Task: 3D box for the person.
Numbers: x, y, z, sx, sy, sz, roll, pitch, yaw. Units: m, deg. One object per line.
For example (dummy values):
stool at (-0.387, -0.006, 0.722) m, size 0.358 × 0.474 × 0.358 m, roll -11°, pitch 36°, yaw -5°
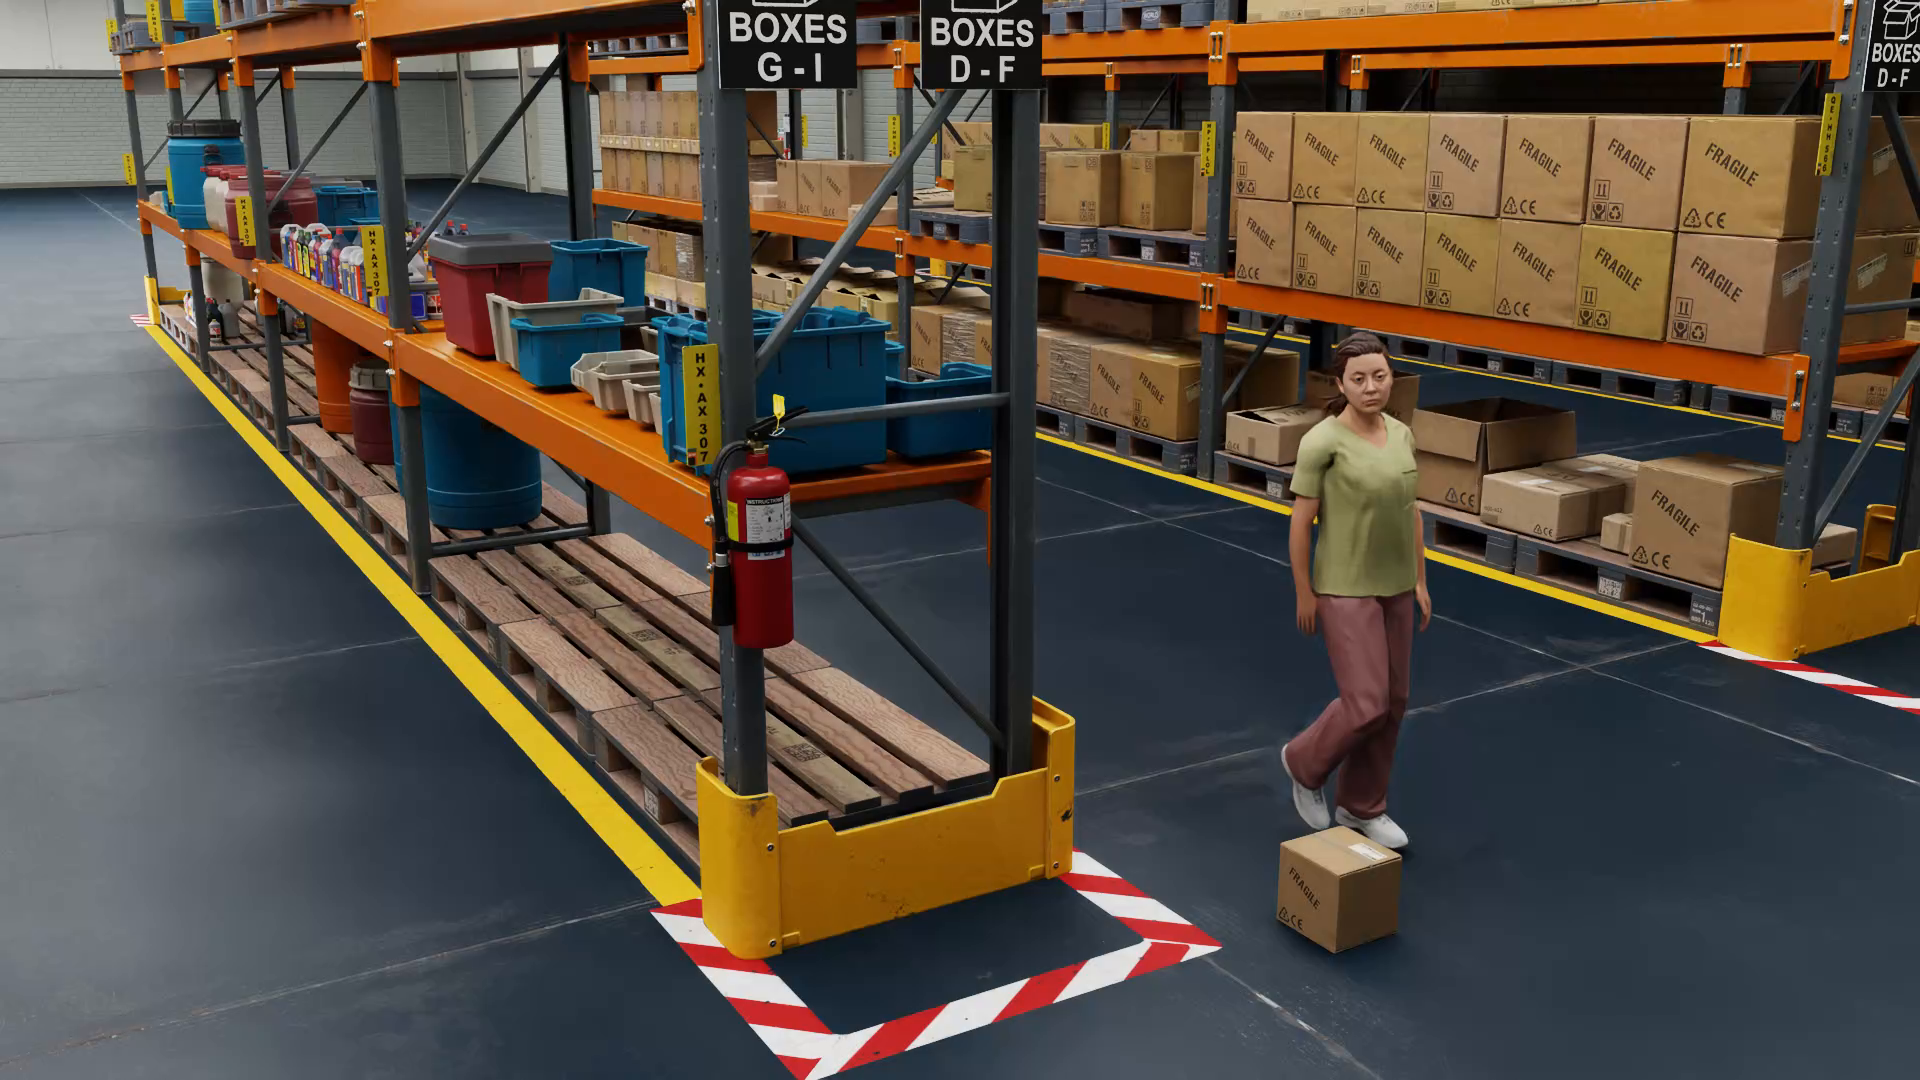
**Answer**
person at (1.285, 0.177, 5.286) m, size 0.455 × 1.664 × 0.473 m, roll -9°, pitch 17°, yaw -29°
